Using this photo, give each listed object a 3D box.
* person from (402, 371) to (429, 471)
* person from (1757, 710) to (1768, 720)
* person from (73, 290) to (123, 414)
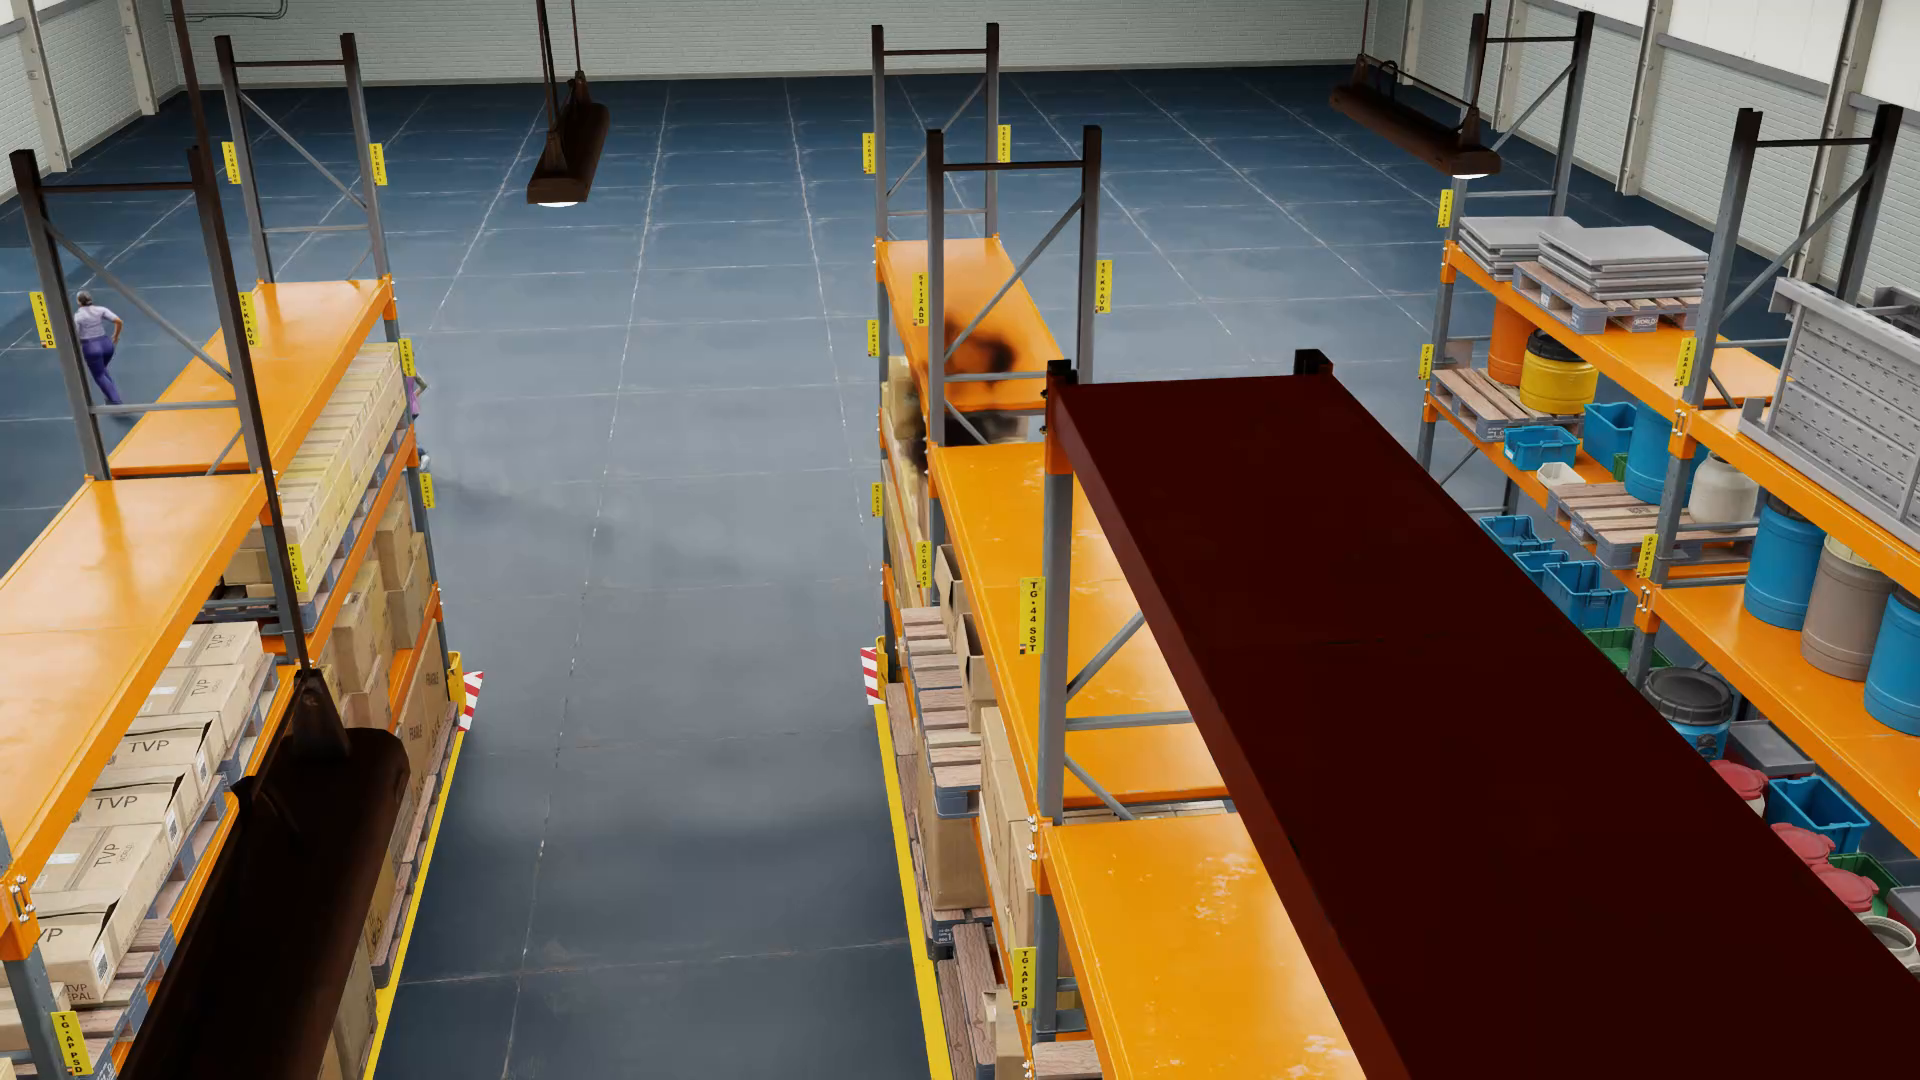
[{"bbox_3d":[-6.586,-1.518,19.893,0.611,1.577,0.552,15,29,28],"label":"person"},{"bbox_3d":[6.691,1.332,13.768,0.554,1.642,0.645,-10,27,-20],"label":"person"},{"bbox_3d":[-11.260,-2.438,21.732,0.750,1.714,0.577,13,29,26],"label":"person"}]
